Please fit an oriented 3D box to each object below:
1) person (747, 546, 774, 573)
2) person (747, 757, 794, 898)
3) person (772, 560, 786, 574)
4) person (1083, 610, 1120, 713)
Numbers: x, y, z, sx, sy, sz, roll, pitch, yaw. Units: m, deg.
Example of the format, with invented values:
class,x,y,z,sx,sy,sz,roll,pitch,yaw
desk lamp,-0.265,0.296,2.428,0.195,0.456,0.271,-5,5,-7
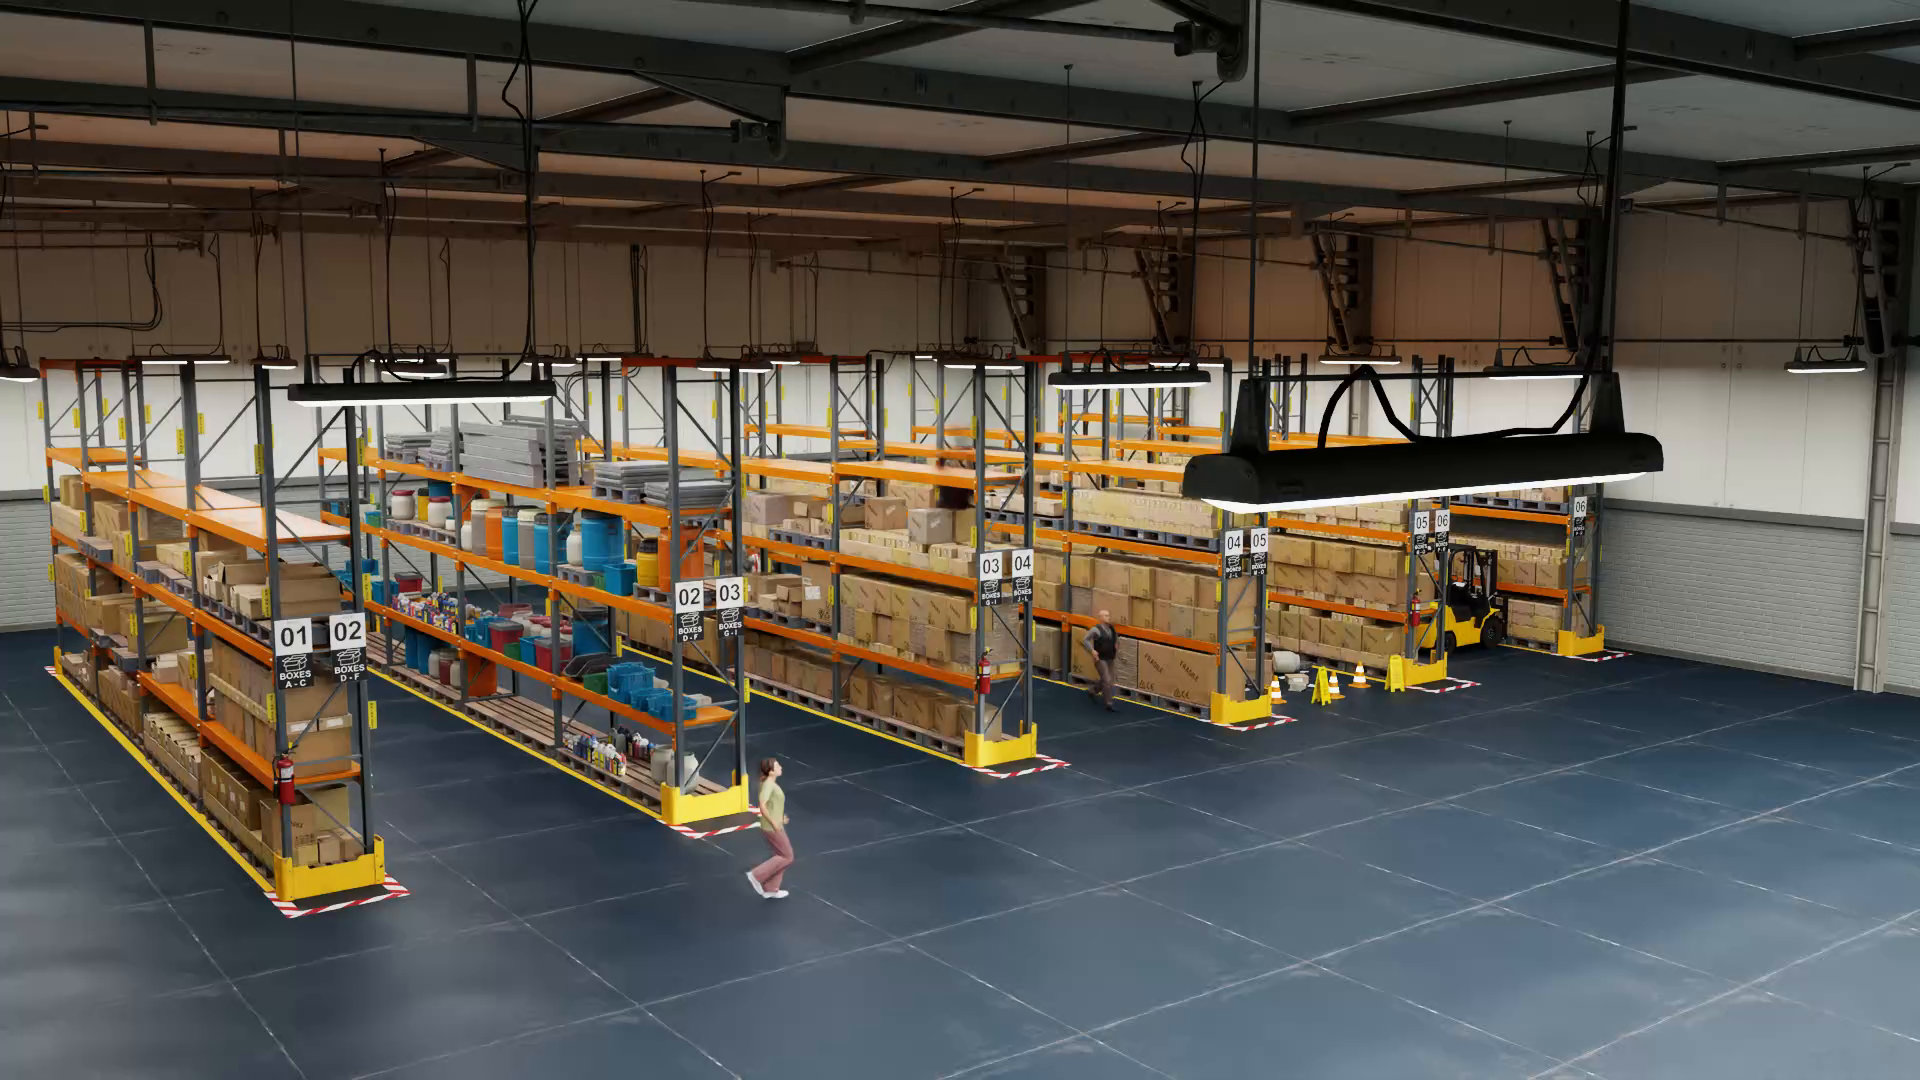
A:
class,x,y,z,sx,sy,sz,roll,pitch,yaw
person,-4.492,0.961,37.312,0.651,1.846,0.799,-5,9,-38
person,-2.163,3.267,18.869,0.531,1.632,0.575,-1,7,-10
person,-4.762,0.417,42.147,0.859,1.713,0.772,2,7,15
person,2.463,2.052,28.477,0.671,1.708,0.844,-6,9,-40
